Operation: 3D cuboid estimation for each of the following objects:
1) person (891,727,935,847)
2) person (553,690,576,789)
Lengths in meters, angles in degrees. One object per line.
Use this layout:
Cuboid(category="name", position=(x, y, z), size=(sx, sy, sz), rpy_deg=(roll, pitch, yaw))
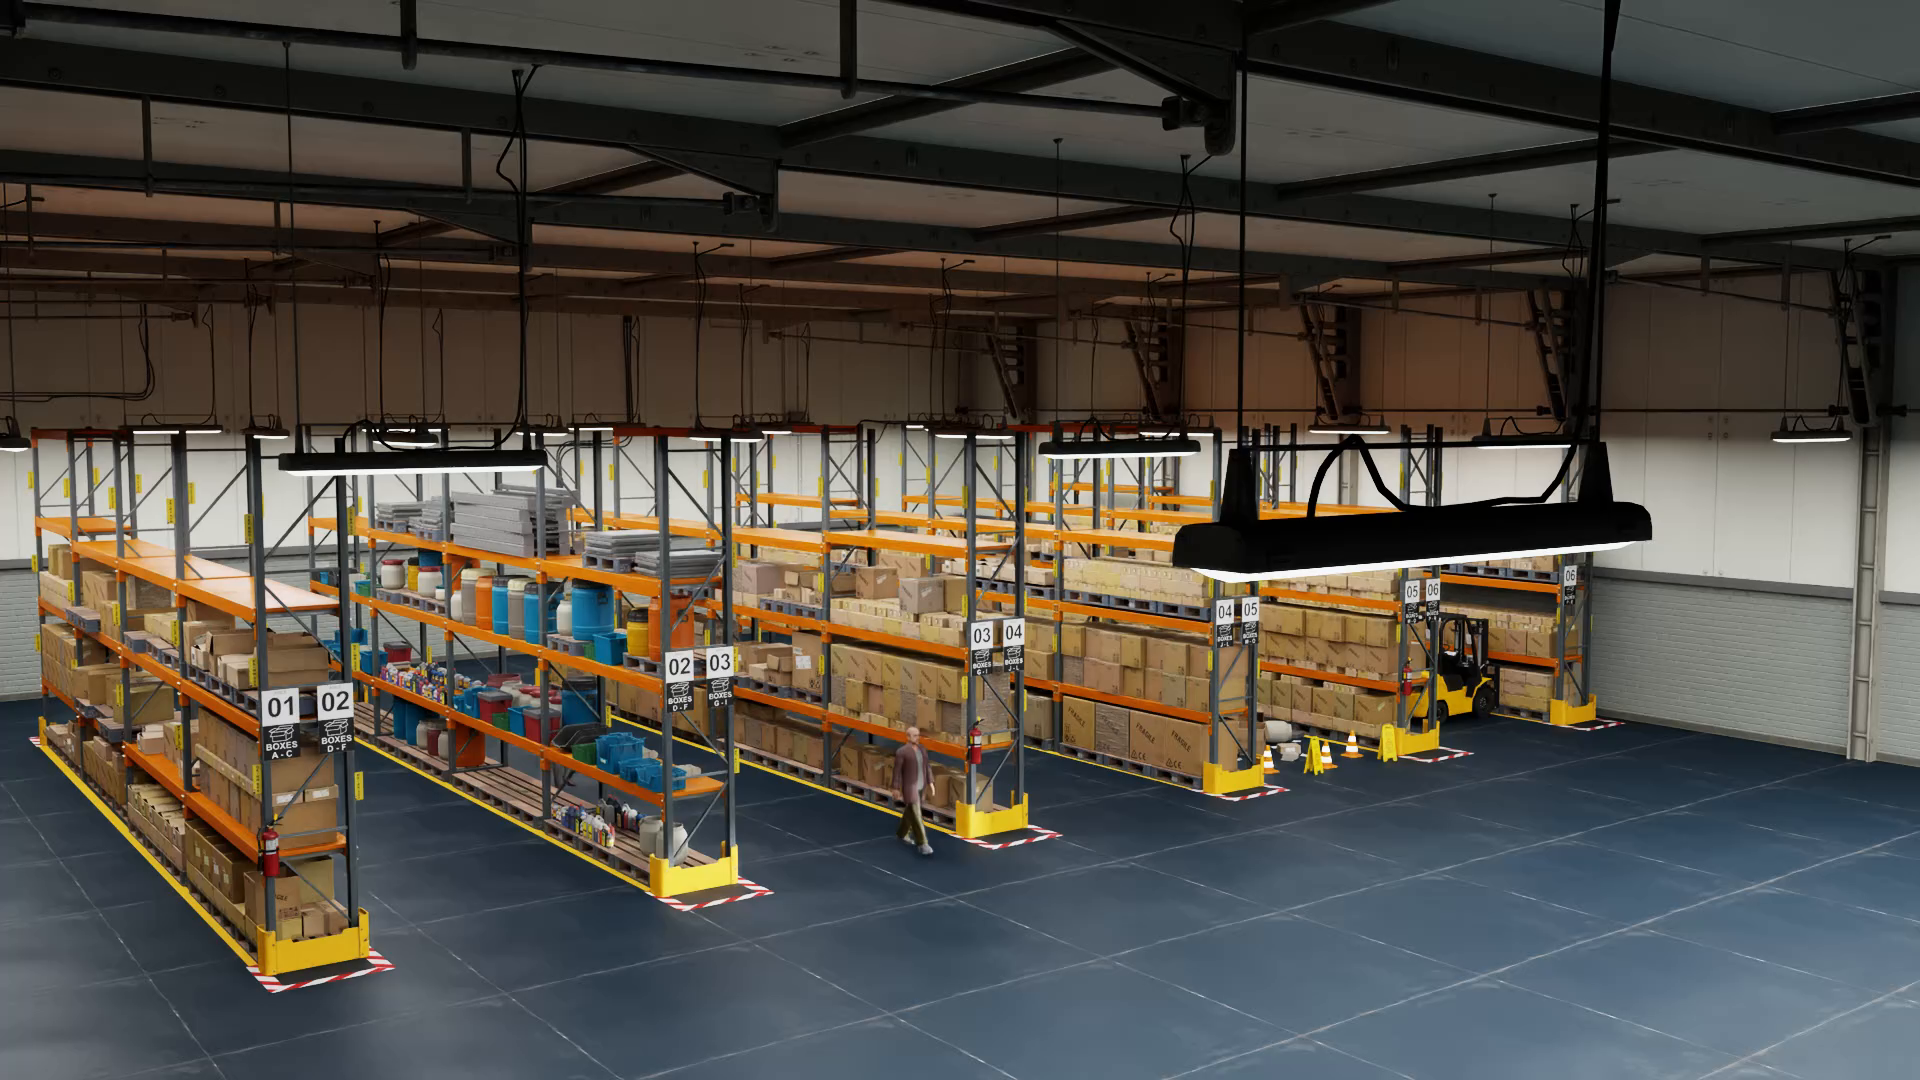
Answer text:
Cuboid(category="person", position=(-0.666, 3.525, 23.949), size=(0.809, 1.672, 0.605), rpy_deg=(4, 6, 41))
Cuboid(category="person", position=(-6.675, 3.333, 27.744), size=(0.475, 1.663, 0.528), rpy_deg=(0, 4, -4))
